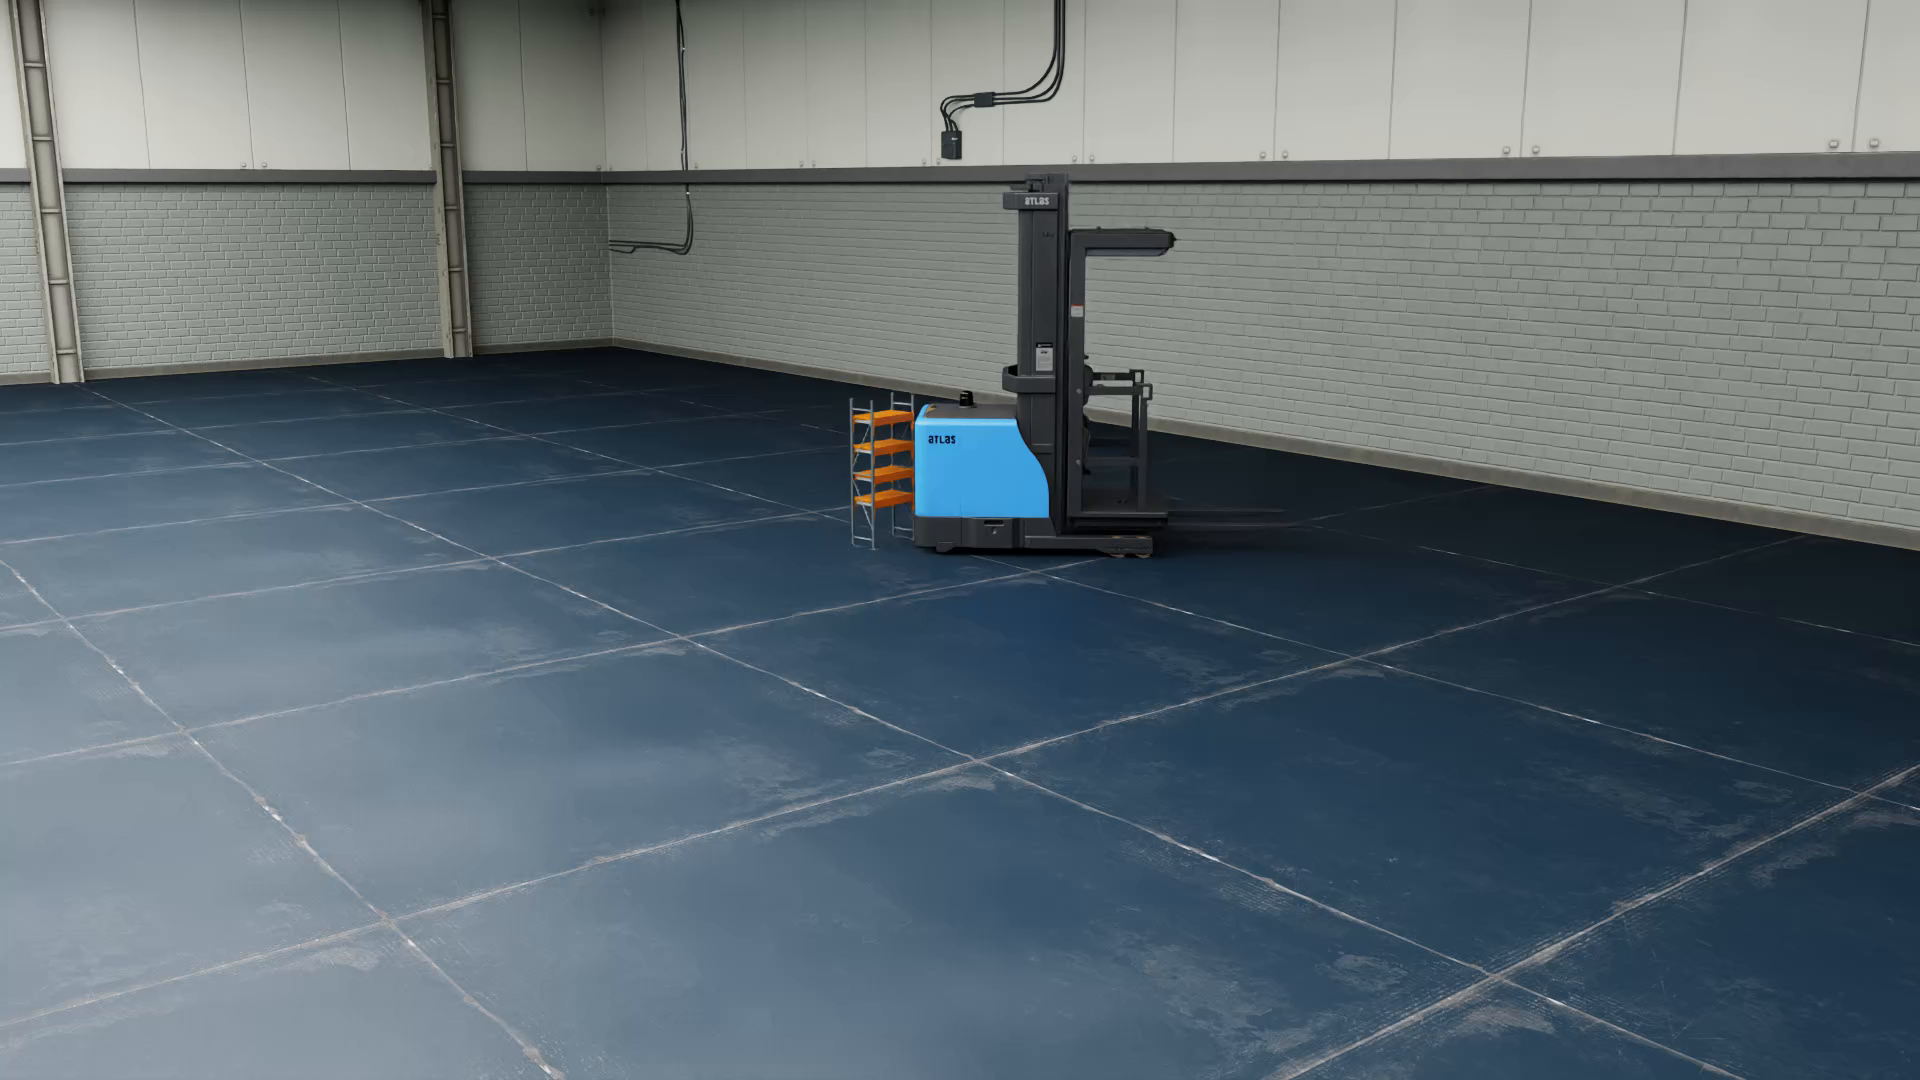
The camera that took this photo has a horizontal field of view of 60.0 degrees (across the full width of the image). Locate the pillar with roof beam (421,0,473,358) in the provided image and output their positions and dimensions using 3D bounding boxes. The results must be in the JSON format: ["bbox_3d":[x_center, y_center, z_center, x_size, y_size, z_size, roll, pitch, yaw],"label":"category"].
[{"bbox_3d":[-5.857,-6.827,24.114,0.400,9.000,9.100,-9,15,-38],"label":"pillar with roof beam"}]

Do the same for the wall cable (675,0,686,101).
[{"bbox_3d":[-3.730,-8.206,25.924,0.112,2.526,3.097,-9,15,-38],"label":"wall cable"}]

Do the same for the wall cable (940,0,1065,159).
[{"bbox_3d":[0.498,-7.814,20.578,0.169,6.003,2.305,-9,15,-38],"label":"wall cable"}]

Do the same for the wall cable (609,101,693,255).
[{"bbox_3d":[-5.420,-6.174,28.515,0.112,2.526,3.097,-9,15,-38],"label":"wall cable"}]

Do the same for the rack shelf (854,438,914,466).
[{"bbox_3d":[-0.618,-0.711,13.335,0.258,0.148,0.480,10,15,38],"label":"rack shelf"}]

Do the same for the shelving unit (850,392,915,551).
[{"bbox_3d":[-0.618,-0.558,13.367,0.258,1.200,0.503,10,15,38],"label":"shelving unit"}]

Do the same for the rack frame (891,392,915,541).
[{"bbox_3d":[-0.463,-0.597,13.552,0.240,1.200,0.015,10,15,38],"label":"rack frame"}]

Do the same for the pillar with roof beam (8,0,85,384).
[{"bbox_3d":[-10.542,-6.048,20.447,0.400,9.000,9.100,-9,15,-38],"label":"pillar with roof beam"}]

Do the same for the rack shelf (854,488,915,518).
[{"bbox_3d":[-0.618,-0.298,13.423,0.258,0.148,0.480,10,15,38],"label":"rack shelf"}]

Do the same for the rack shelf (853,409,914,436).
[{"bbox_3d":[-0.618,-0.942,13.286,0.258,0.148,0.480,10,15,38],"label":"rack shelf"}]

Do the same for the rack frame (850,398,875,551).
[{"bbox_3d":[-0.772,-0.519,13.183,0.240,1.200,0.015,10,15,38],"label":"rack frame"}]

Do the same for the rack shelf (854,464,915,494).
[{"bbox_3d":[-0.618,-0.492,13.381,0.258,0.148,0.480,10,15,38],"label":"rack shelf"}]

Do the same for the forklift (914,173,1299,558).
[{"bbox_3d":[1.167,-1.406,13.196,3.031,2.935,1.130,1,12,2],"label":"forklift"}]
